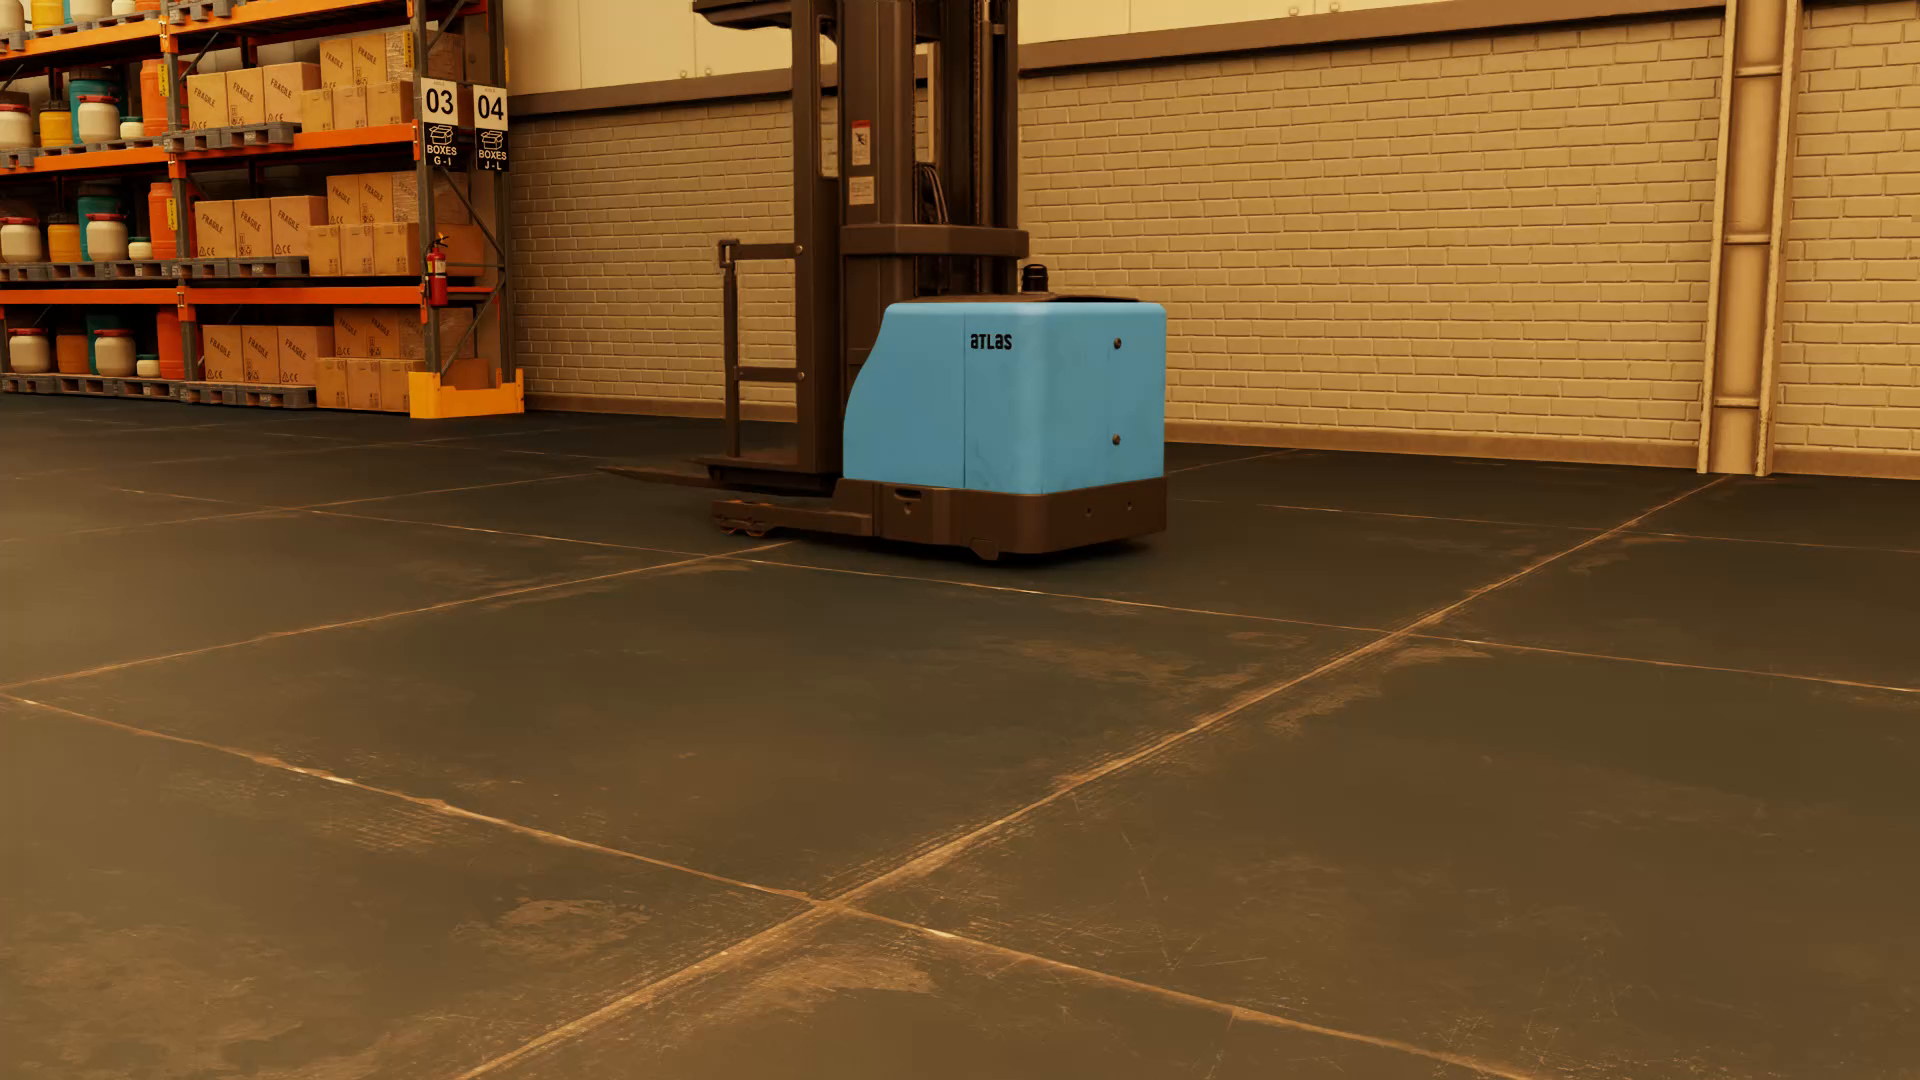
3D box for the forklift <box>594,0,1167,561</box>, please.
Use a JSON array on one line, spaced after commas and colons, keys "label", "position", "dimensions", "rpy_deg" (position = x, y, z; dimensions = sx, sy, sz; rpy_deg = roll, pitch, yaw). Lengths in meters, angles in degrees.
[{"label": "forklift", "position": [-0.538, -1.509, 7.806], "dimensions": [3.031, 2.935, 1.130], "rpy_deg": [7, 10, 39]}]
